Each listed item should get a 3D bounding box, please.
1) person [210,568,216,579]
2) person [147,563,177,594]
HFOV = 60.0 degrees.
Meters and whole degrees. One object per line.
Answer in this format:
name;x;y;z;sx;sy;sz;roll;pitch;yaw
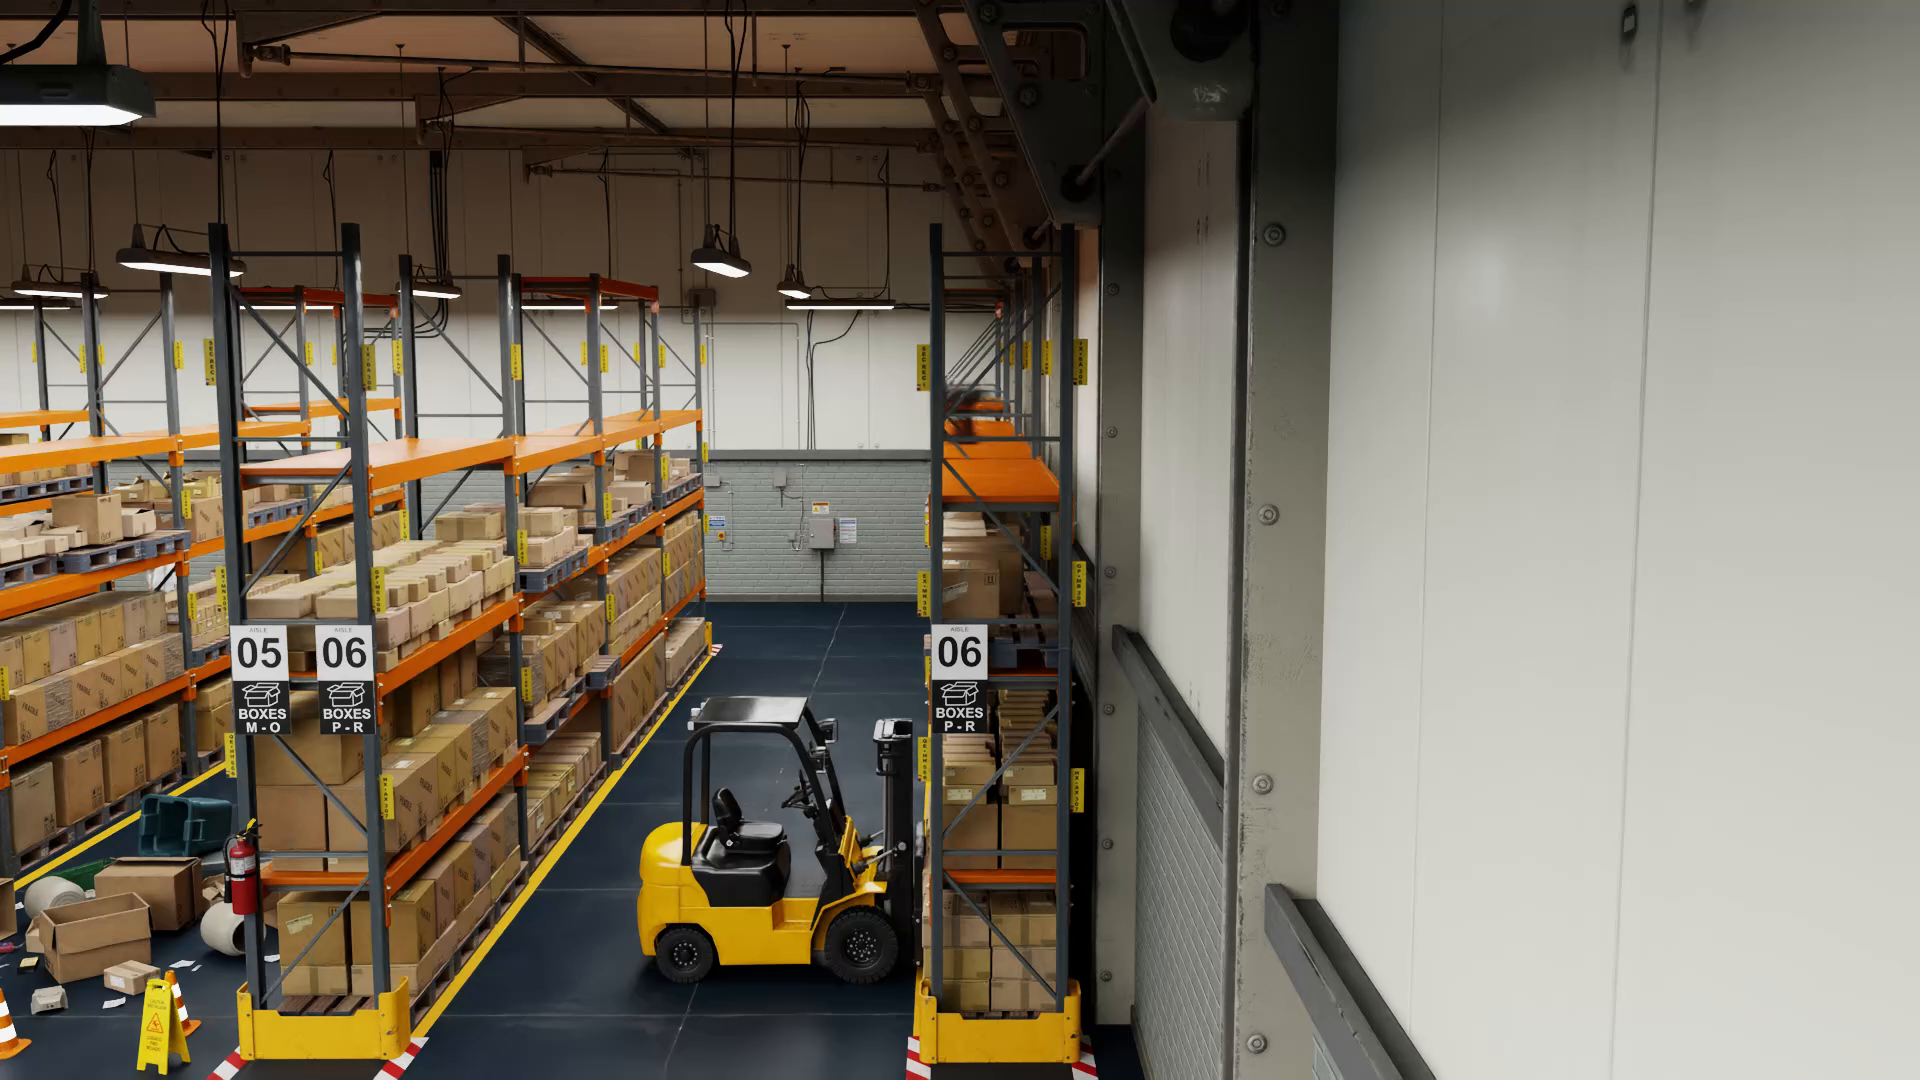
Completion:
person;-11.715;1.285;26.190;0.552;1.688;0.703;-1;7;-8
person;-14.070;0.876;29.517;0.669;1.734;0.607;-2;7;-14
